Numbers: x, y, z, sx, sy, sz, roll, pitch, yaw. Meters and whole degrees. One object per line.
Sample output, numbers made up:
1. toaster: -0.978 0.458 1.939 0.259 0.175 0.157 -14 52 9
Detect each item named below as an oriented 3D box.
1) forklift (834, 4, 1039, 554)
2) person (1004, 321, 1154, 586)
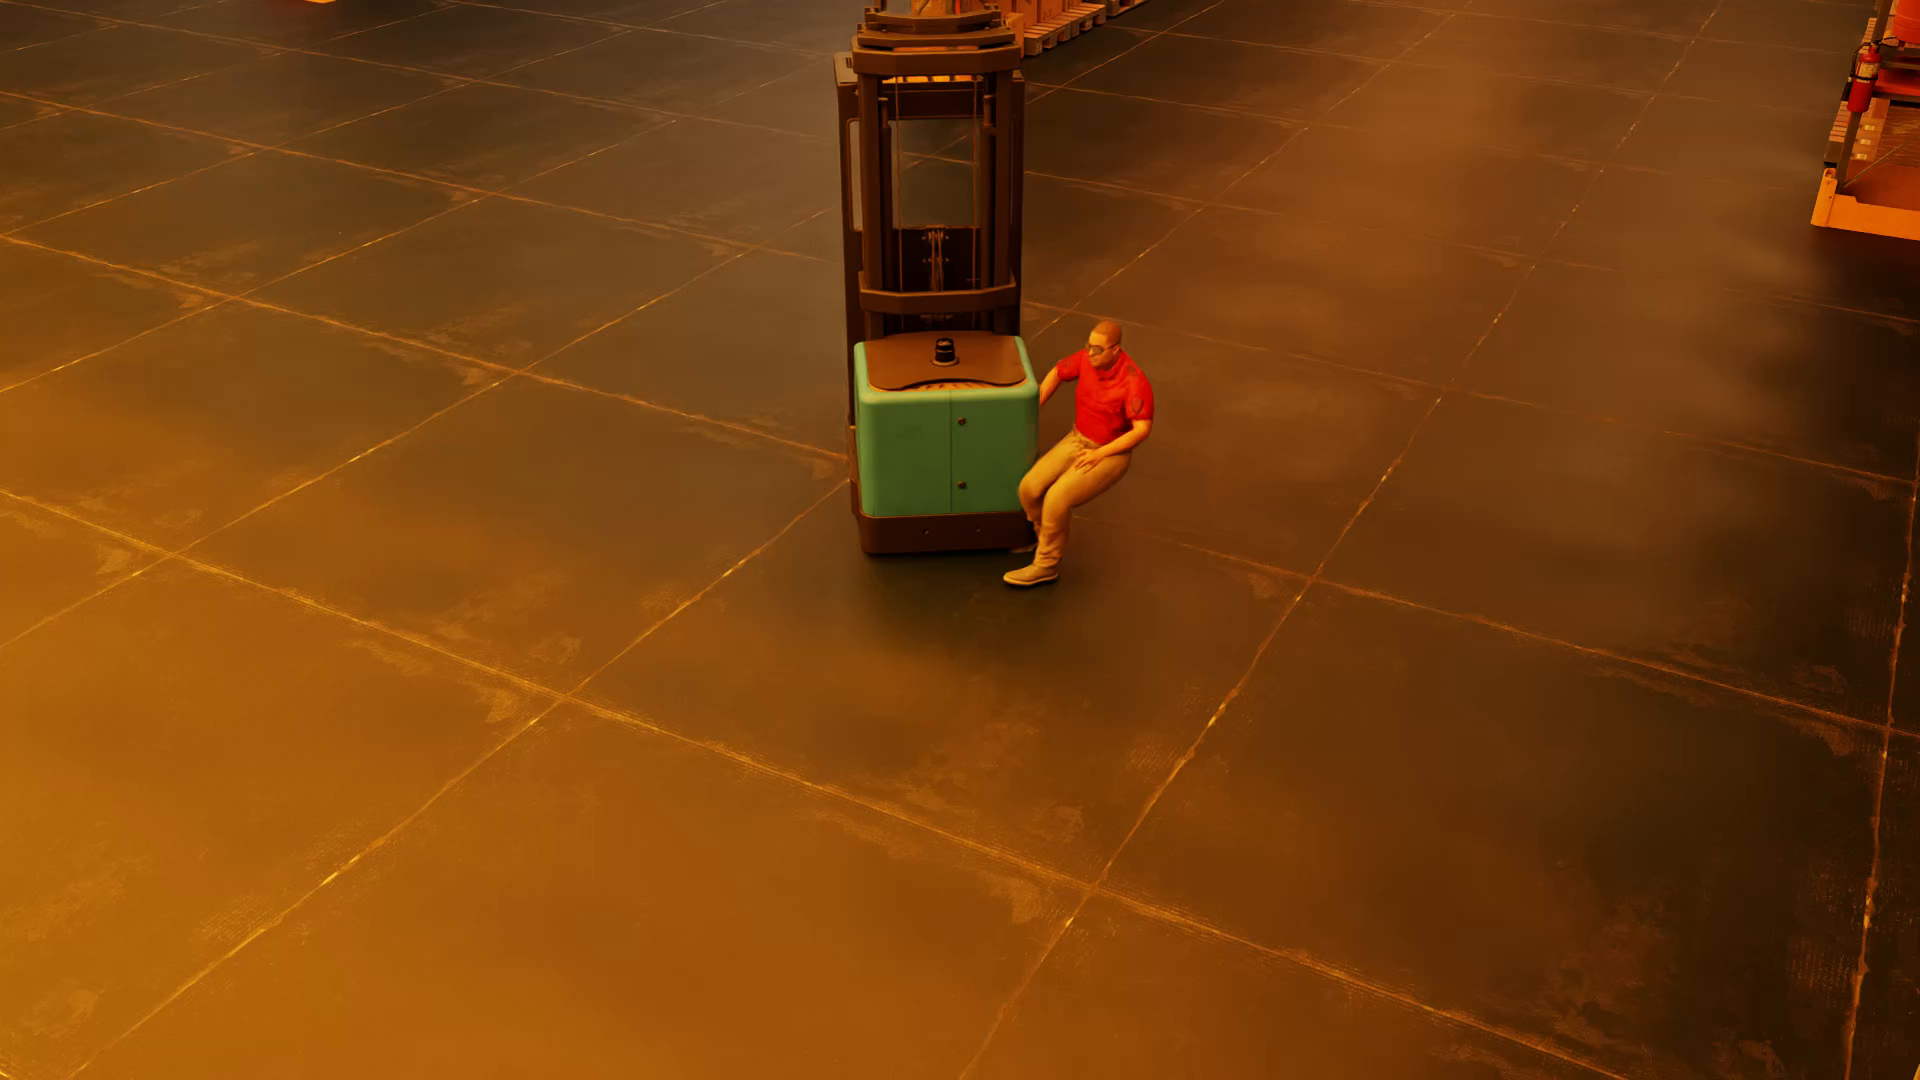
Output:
1. forklift: -0.192 -1.900 10.363 1.130 2.935 3.031 -3 30 -5
2. person: 0.619 -0.466 9.378 0.843 1.531 0.819 -26 39 -37
